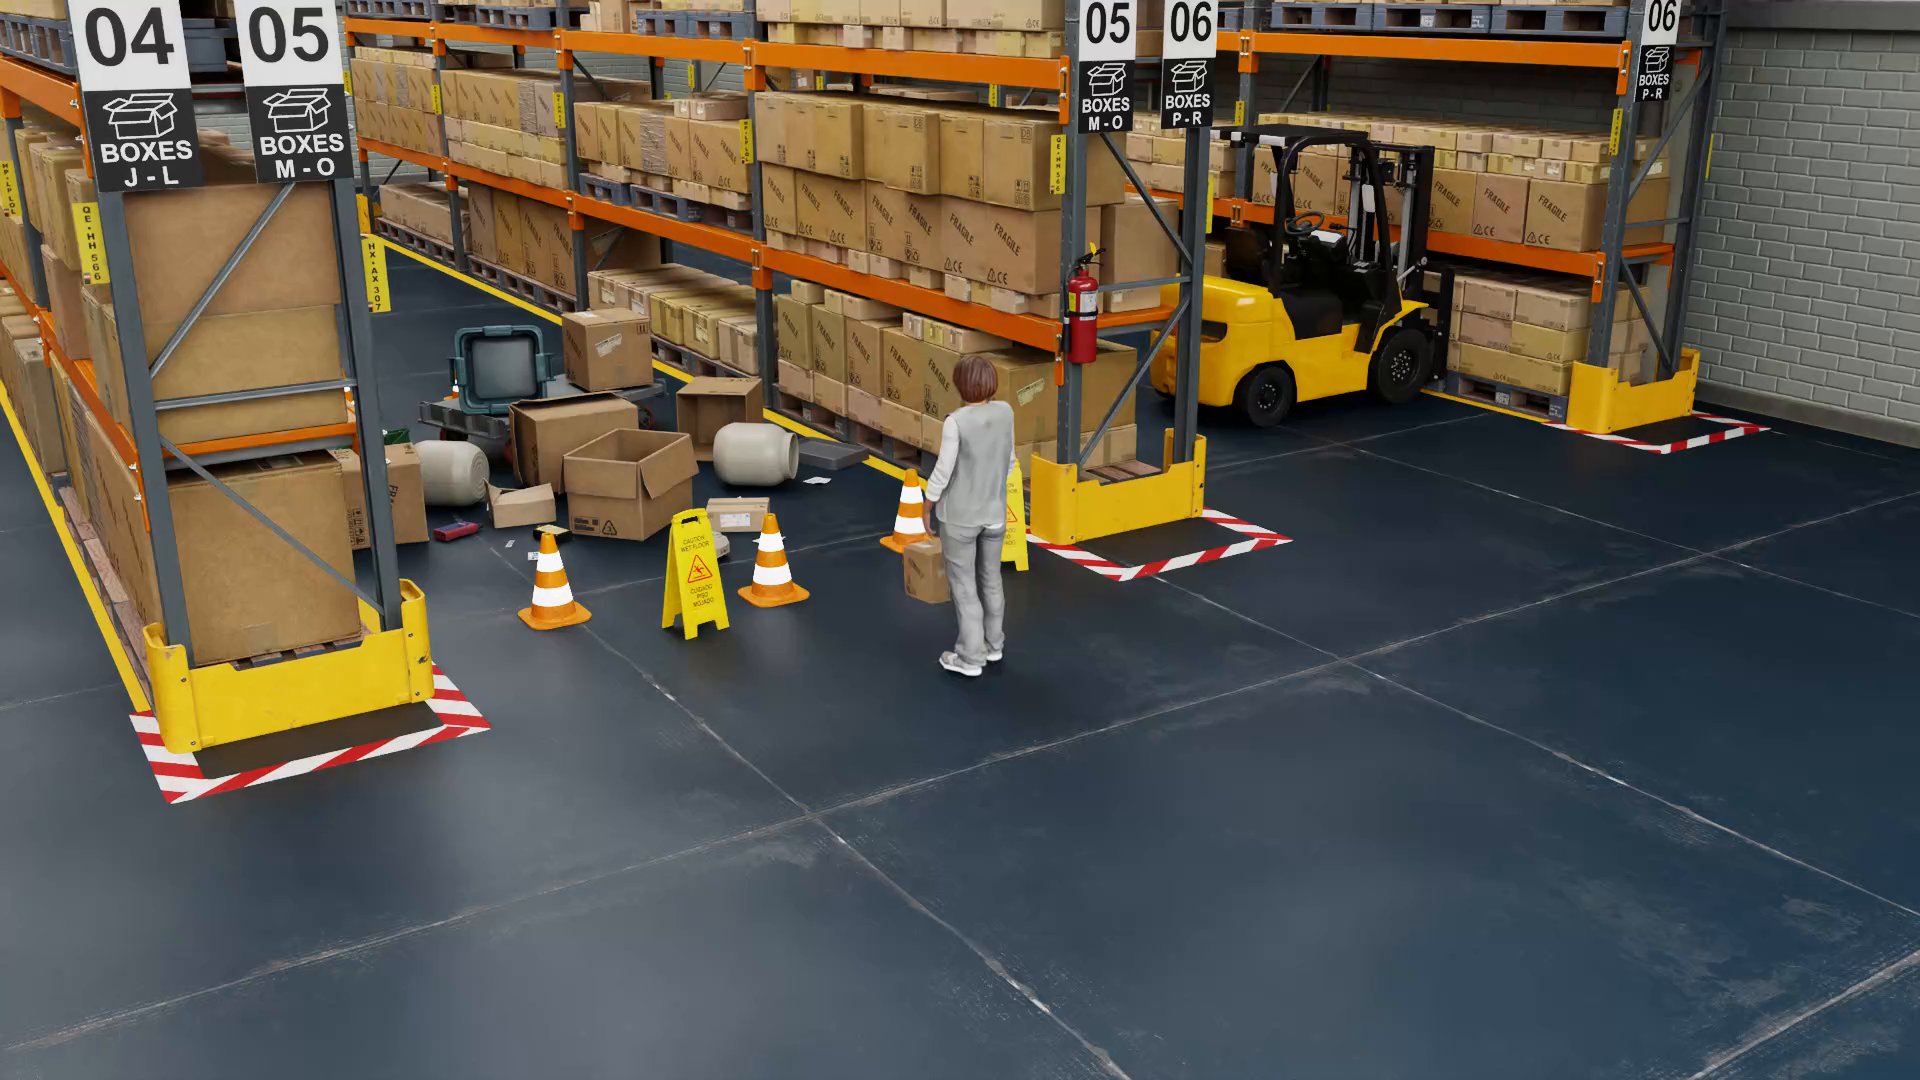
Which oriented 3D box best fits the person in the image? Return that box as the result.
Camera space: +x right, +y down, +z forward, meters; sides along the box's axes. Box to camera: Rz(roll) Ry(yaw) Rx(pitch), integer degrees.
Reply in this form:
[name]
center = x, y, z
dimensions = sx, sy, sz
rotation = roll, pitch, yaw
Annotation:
[person]
center = 0.031, -0.125, 7.924
dimensions = 0.501, 1.597, 0.474
rotation = -12, 22, -31
